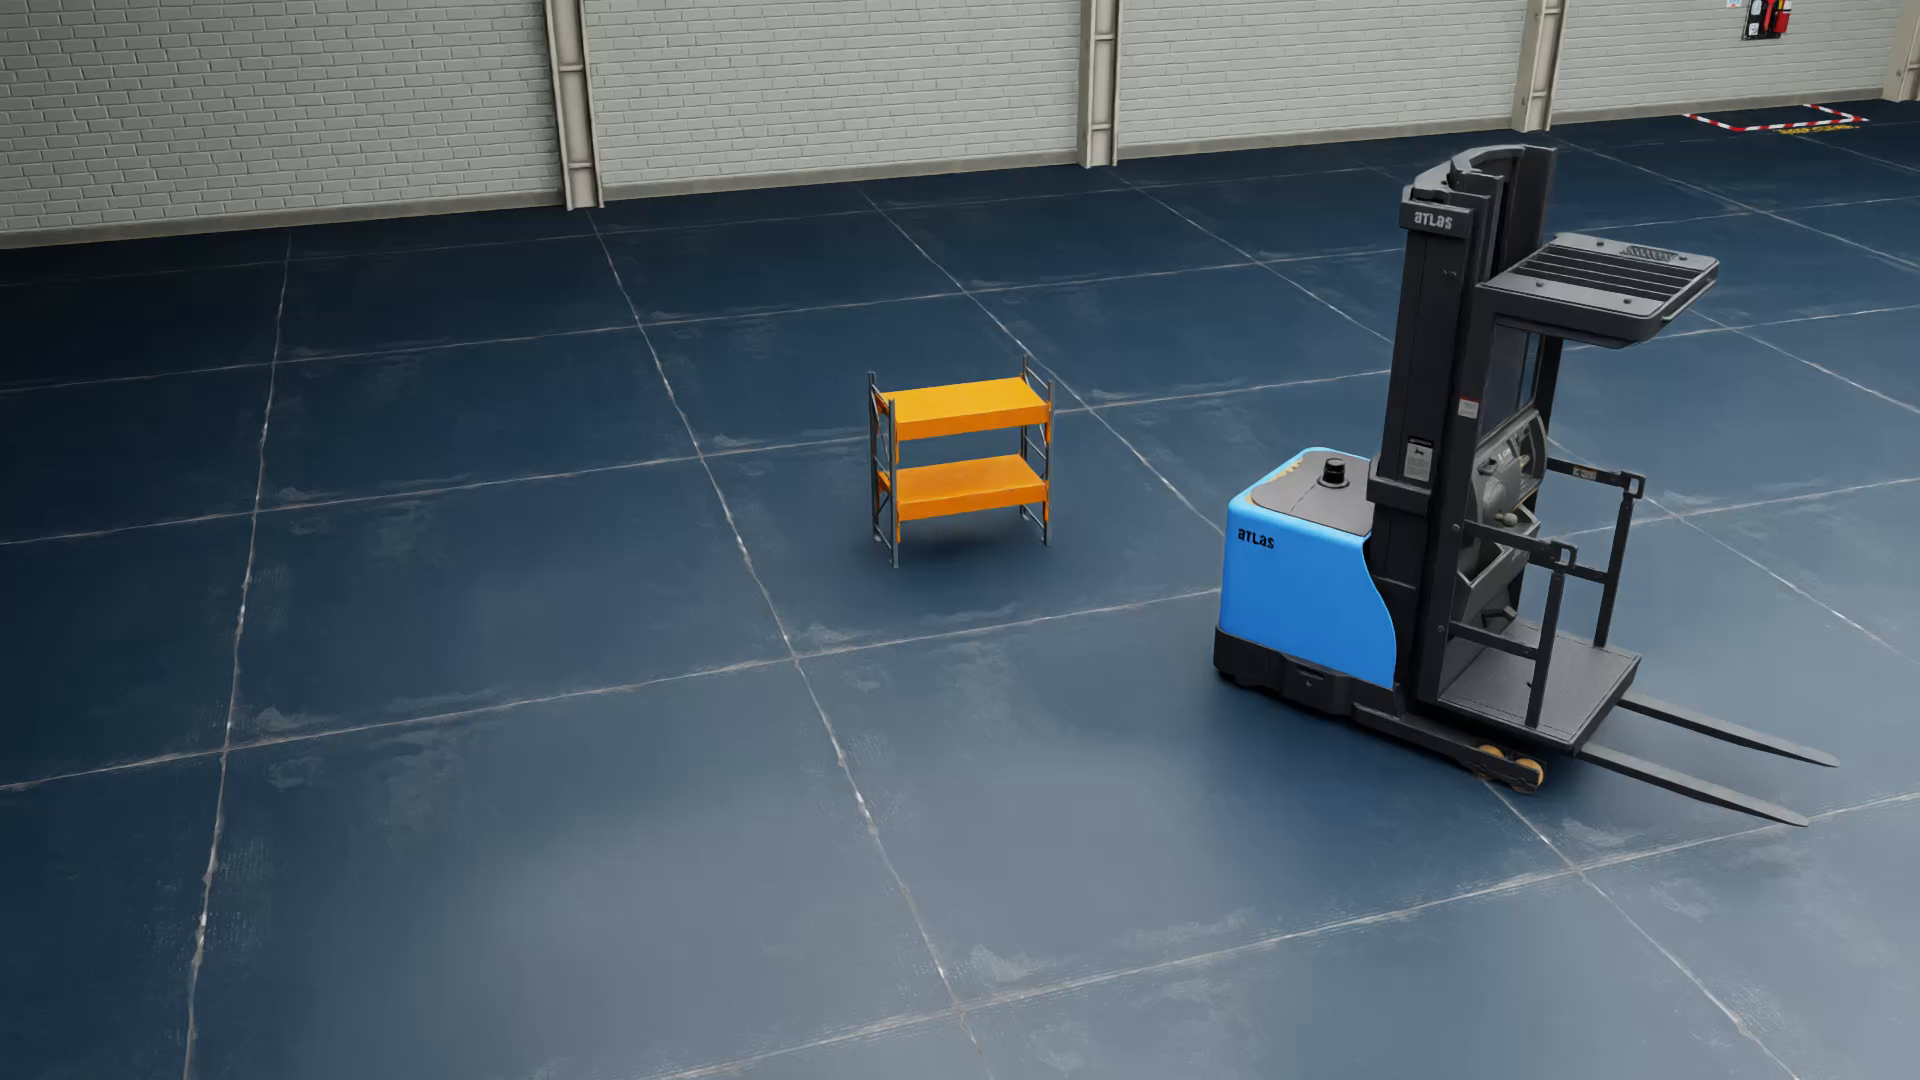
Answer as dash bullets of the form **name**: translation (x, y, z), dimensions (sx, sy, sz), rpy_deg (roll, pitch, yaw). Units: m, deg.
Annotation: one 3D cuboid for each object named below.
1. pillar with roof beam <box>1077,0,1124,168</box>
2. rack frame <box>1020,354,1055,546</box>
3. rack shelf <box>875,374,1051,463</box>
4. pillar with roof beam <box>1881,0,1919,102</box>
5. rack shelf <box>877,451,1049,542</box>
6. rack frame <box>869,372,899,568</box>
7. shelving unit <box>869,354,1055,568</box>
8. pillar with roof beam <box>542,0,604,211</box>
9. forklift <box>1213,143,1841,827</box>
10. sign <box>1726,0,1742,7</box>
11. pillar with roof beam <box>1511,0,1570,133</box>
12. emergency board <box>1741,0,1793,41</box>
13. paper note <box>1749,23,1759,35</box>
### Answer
- **pillar with roof beam**: translation (2.954, -6.672, 14.069), dimensions (0.400, 9.000, 9.100), rpy_deg (-8, 28, -16)
- **rack frame**: translation (0.490, -0.575, 10.643), dimensions (0.032, 1.125, 0.500), rpy_deg (-8, 28, -16)
- **rack shelf**: translation (0.006, -0.767, 10.372), dimensions (1.000, 0.278, 0.538), rpy_deg (-8, 28, -16)
- **pillar with roof beam**: translation (14.364, -8.324, 17.398), dimensions (0.400, 9.000, 9.100), rpy_deg (-8, 28, -16)
- **rack shelf**: translation (0.006, -0.286, 10.610), dimensions (1.000, 0.278, 0.538), rpy_deg (-8, 28, -16)
- **rack frame**: translation (-0.477, -0.435, 10.361), dimensions (0.032, 1.125, 0.500), rpy_deg (-8, 28, -16)
- **shelving unit**: translation (0.006, -0.505, 10.502), dimensions (1.048, 1.125, 0.538), rpy_deg (-8, 28, -16)
- **pillar with roof beam**: translation (-2.751, -5.846, 12.405), dimensions (0.400, 9.000, 9.100), rpy_deg (-8, 28, -16)
- **forklift**: translation (2.879, -0.329, 8.117), dimensions (3.031, 2.935, 1.130), rpy_deg (19, 32, 33)
- **sign**: translation (10.112, -7.117, 21.672), dimensions (0.234, 0.329, 0.001), rpy_deg (-8, 28, -16)
- **pillar with roof beam**: translation (8.659, -7.498, 15.734), dimensions (0.400, 9.000, 9.100), rpy_deg (-8, 28, -16)
- **emergency board**: translation (10.669, -7.133, 21.745), dimensions (0.643, 1.169, 0.194), rpy_deg (-8, 28, -16)
- **paper note**: translation (10.480, -6.744, 21.951), dimensions (0.142, 0.148, 0.016), rpy_deg (-8, 28, -16)
